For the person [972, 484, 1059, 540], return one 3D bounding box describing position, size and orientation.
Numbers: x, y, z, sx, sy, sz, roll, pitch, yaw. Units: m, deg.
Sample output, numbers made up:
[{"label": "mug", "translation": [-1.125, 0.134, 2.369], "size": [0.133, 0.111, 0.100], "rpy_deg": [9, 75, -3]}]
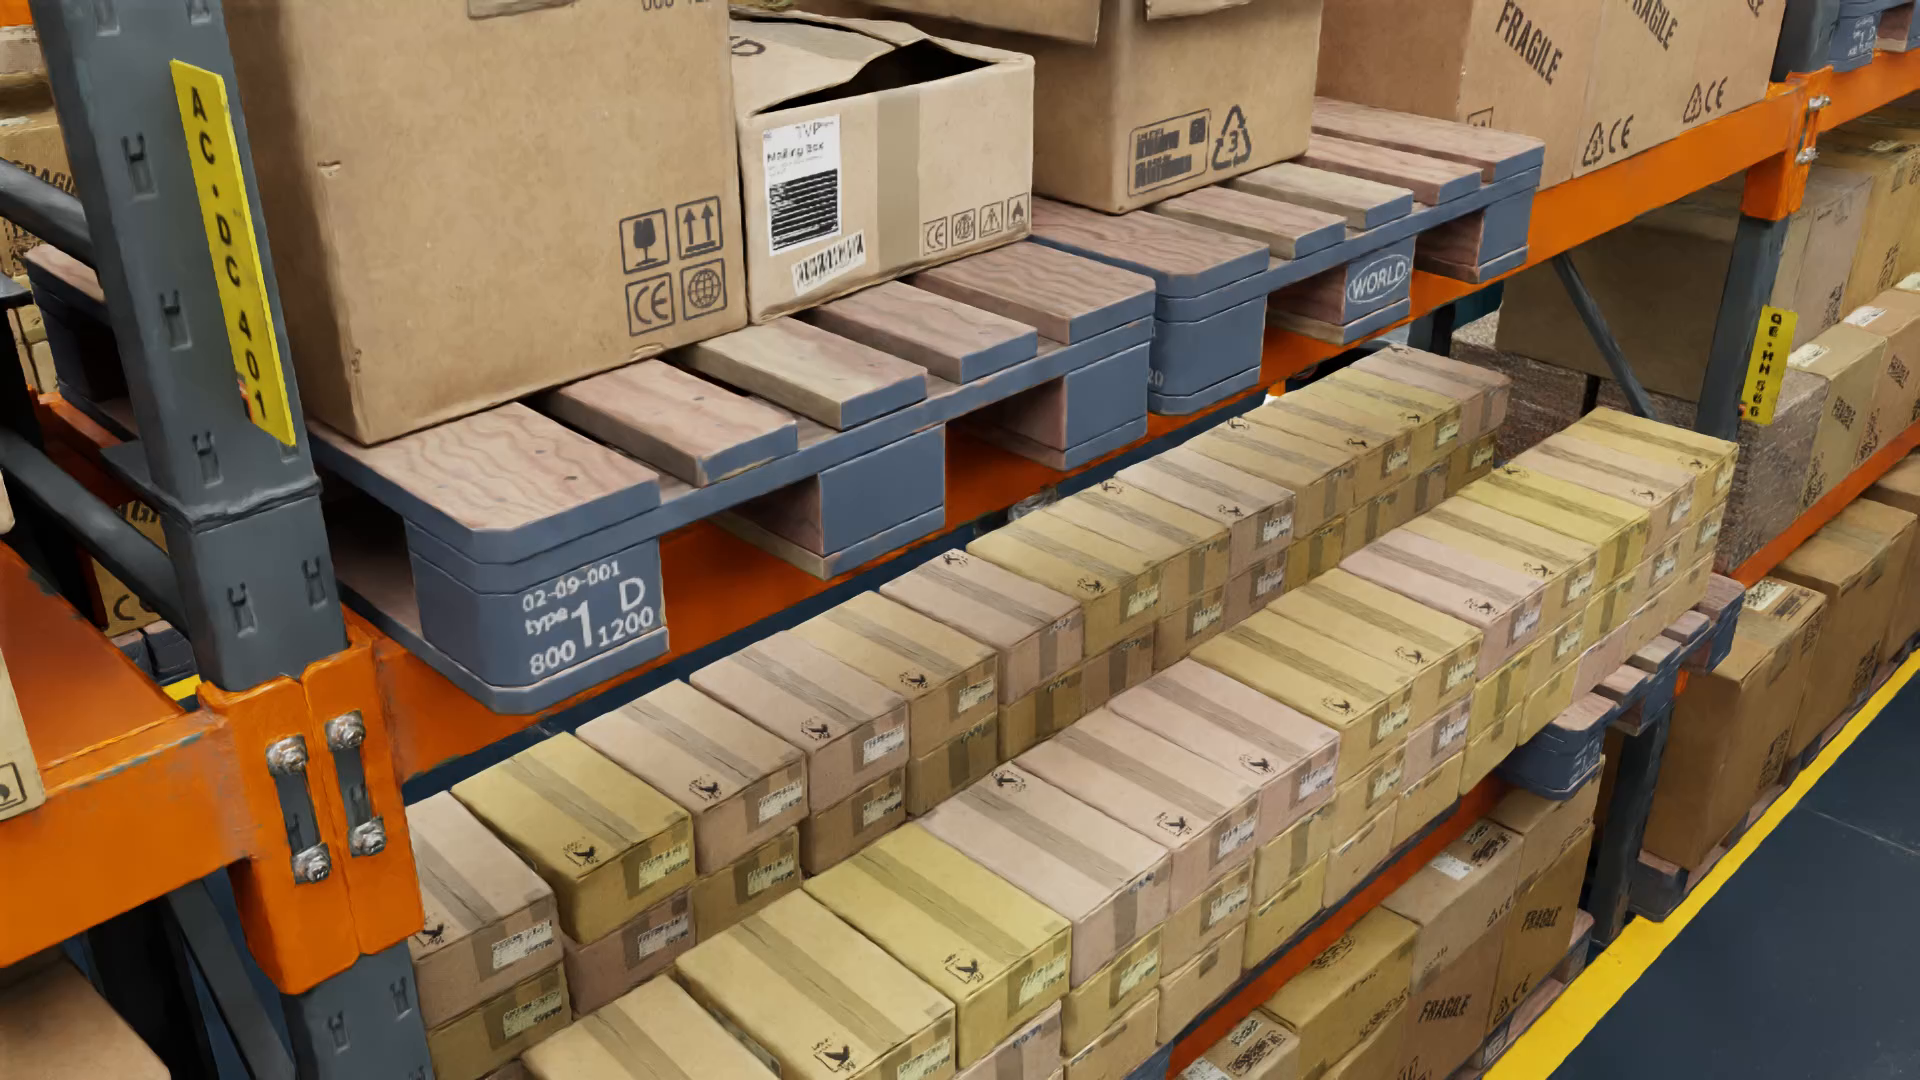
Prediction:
[{"label": "person", "translation": [0.176, -0.324, 6.743], "size": [0.714, 1.760, 0.910], "rpy_deg": [5, 28, 10]}]
